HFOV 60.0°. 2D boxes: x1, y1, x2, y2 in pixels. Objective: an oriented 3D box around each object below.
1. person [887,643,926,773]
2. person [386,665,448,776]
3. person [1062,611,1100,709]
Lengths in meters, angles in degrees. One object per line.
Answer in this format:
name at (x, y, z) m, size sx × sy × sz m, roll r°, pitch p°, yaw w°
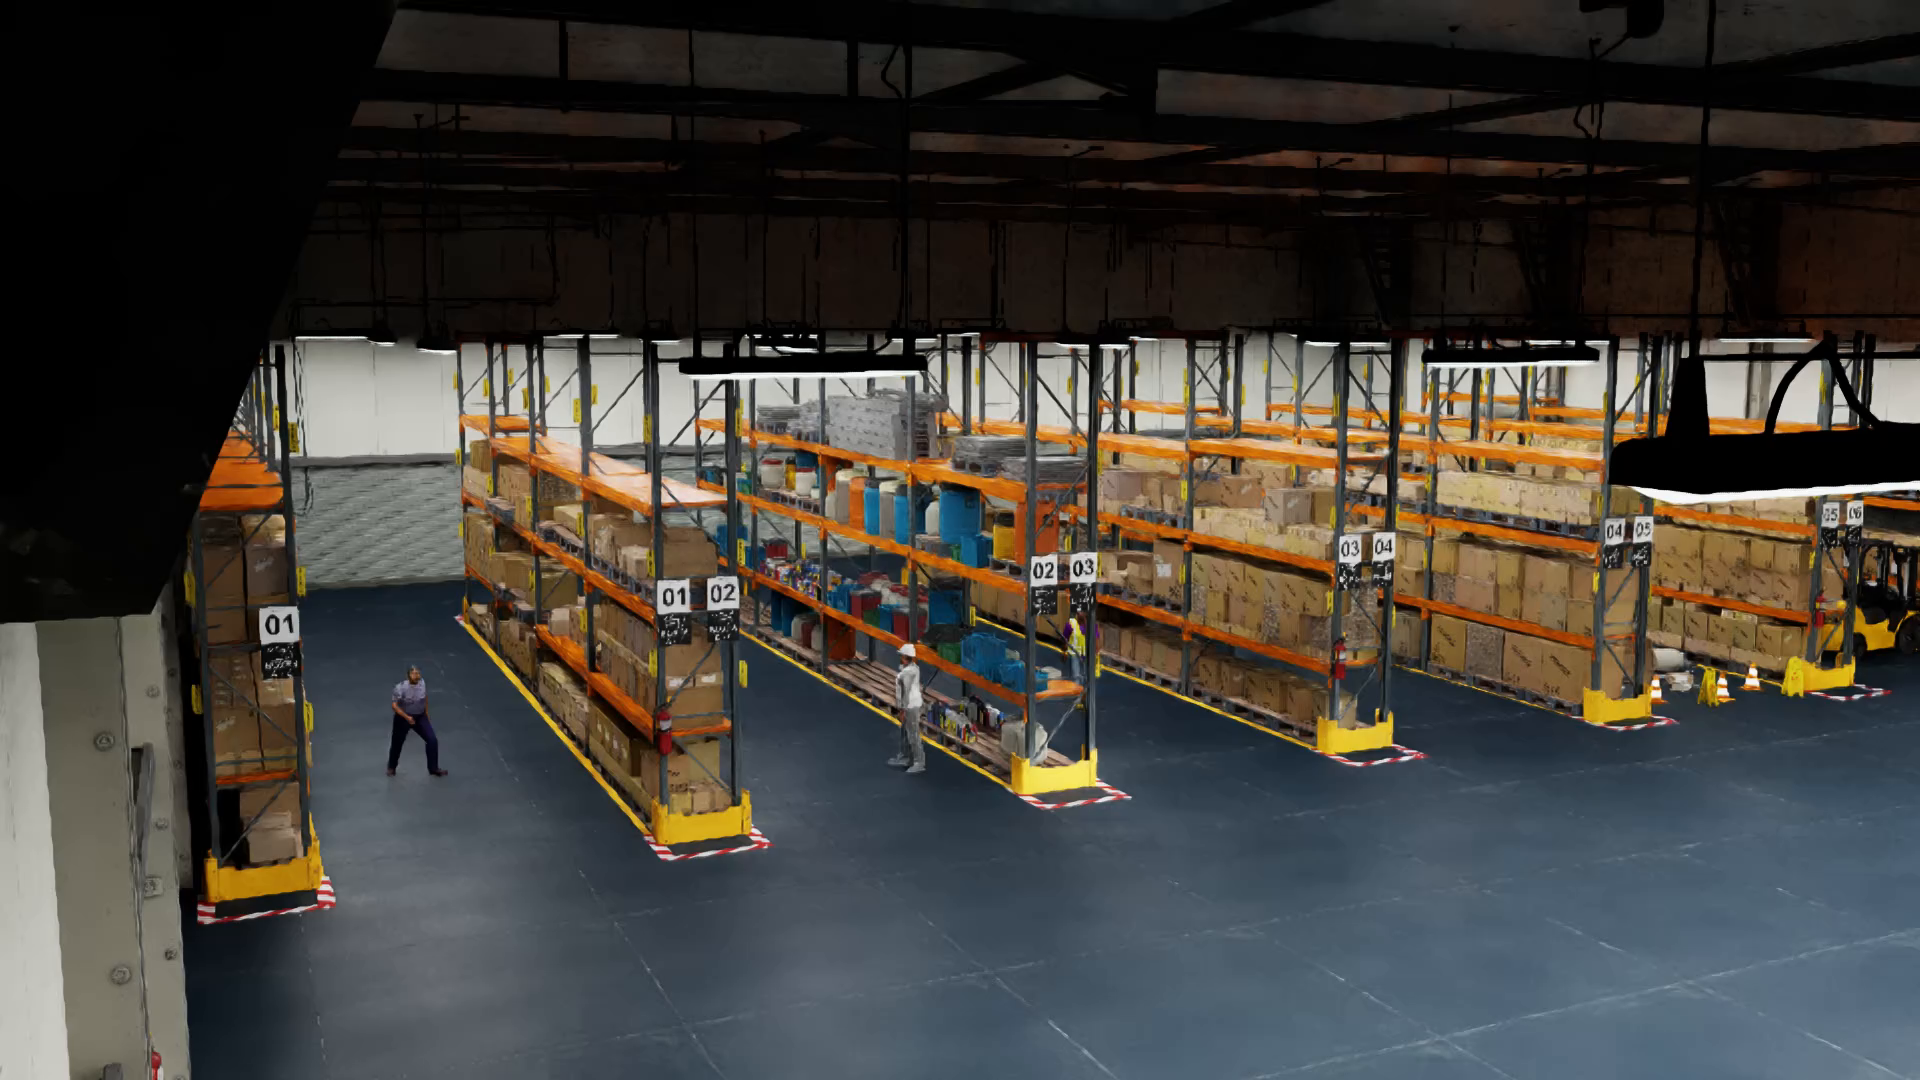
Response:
person at (-0.756, 2.317, 23.226) m, size 0.576 × 1.768 × 0.626 m, roll 0°, pitch 8°, yaw 3°
person at (-7.546, 2.471, 22.905) m, size 0.655 × 1.564 × 0.824 m, roll -7°, pitch 10°, yaw -41°
person at (1.976, 1.846, 26.999) m, size 0.570 × 1.708 × 1.041 m, roll -2°, pitch 8°, yaw -16°
